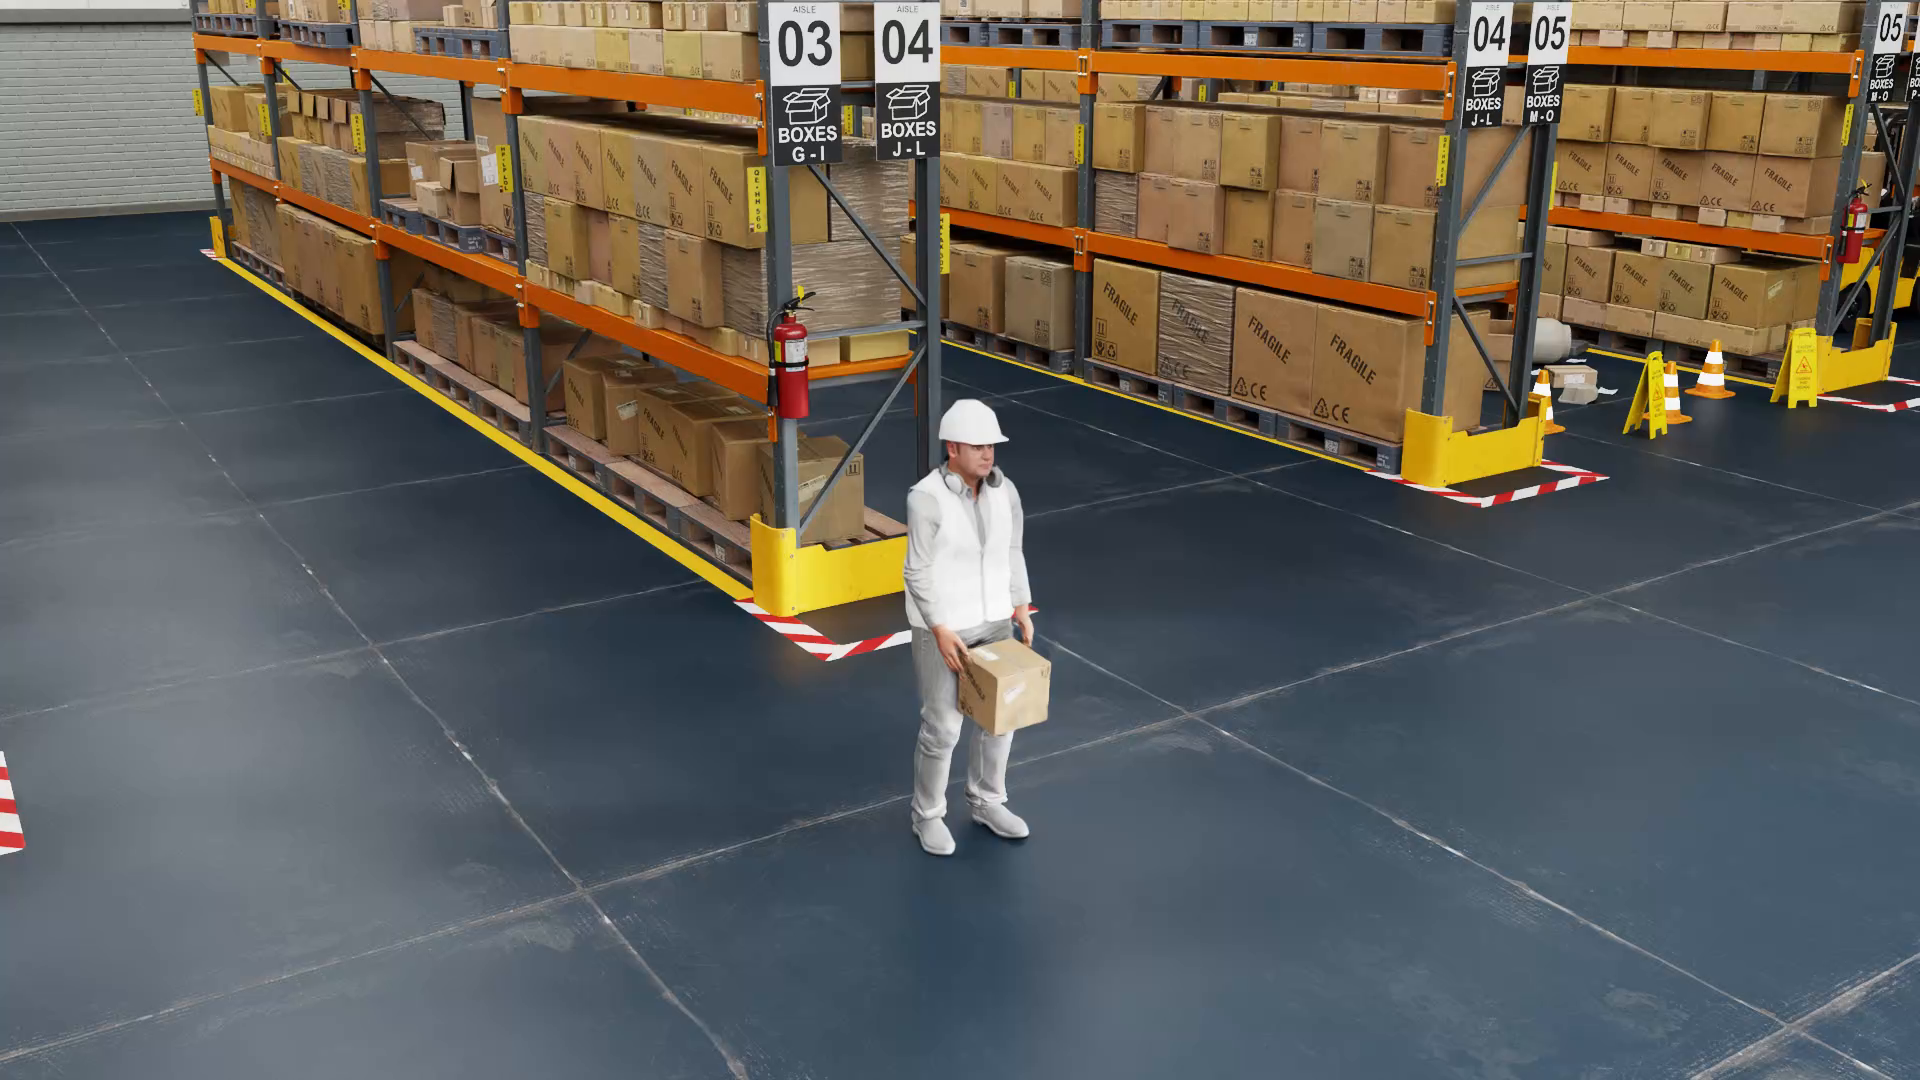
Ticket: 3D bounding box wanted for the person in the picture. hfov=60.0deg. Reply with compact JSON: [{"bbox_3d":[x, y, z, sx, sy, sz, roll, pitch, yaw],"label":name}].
[{"bbox_3d":[0.032,0.322,6.506,0.551,1.779,0.470,-12,21,-33],"label":"person"}]
